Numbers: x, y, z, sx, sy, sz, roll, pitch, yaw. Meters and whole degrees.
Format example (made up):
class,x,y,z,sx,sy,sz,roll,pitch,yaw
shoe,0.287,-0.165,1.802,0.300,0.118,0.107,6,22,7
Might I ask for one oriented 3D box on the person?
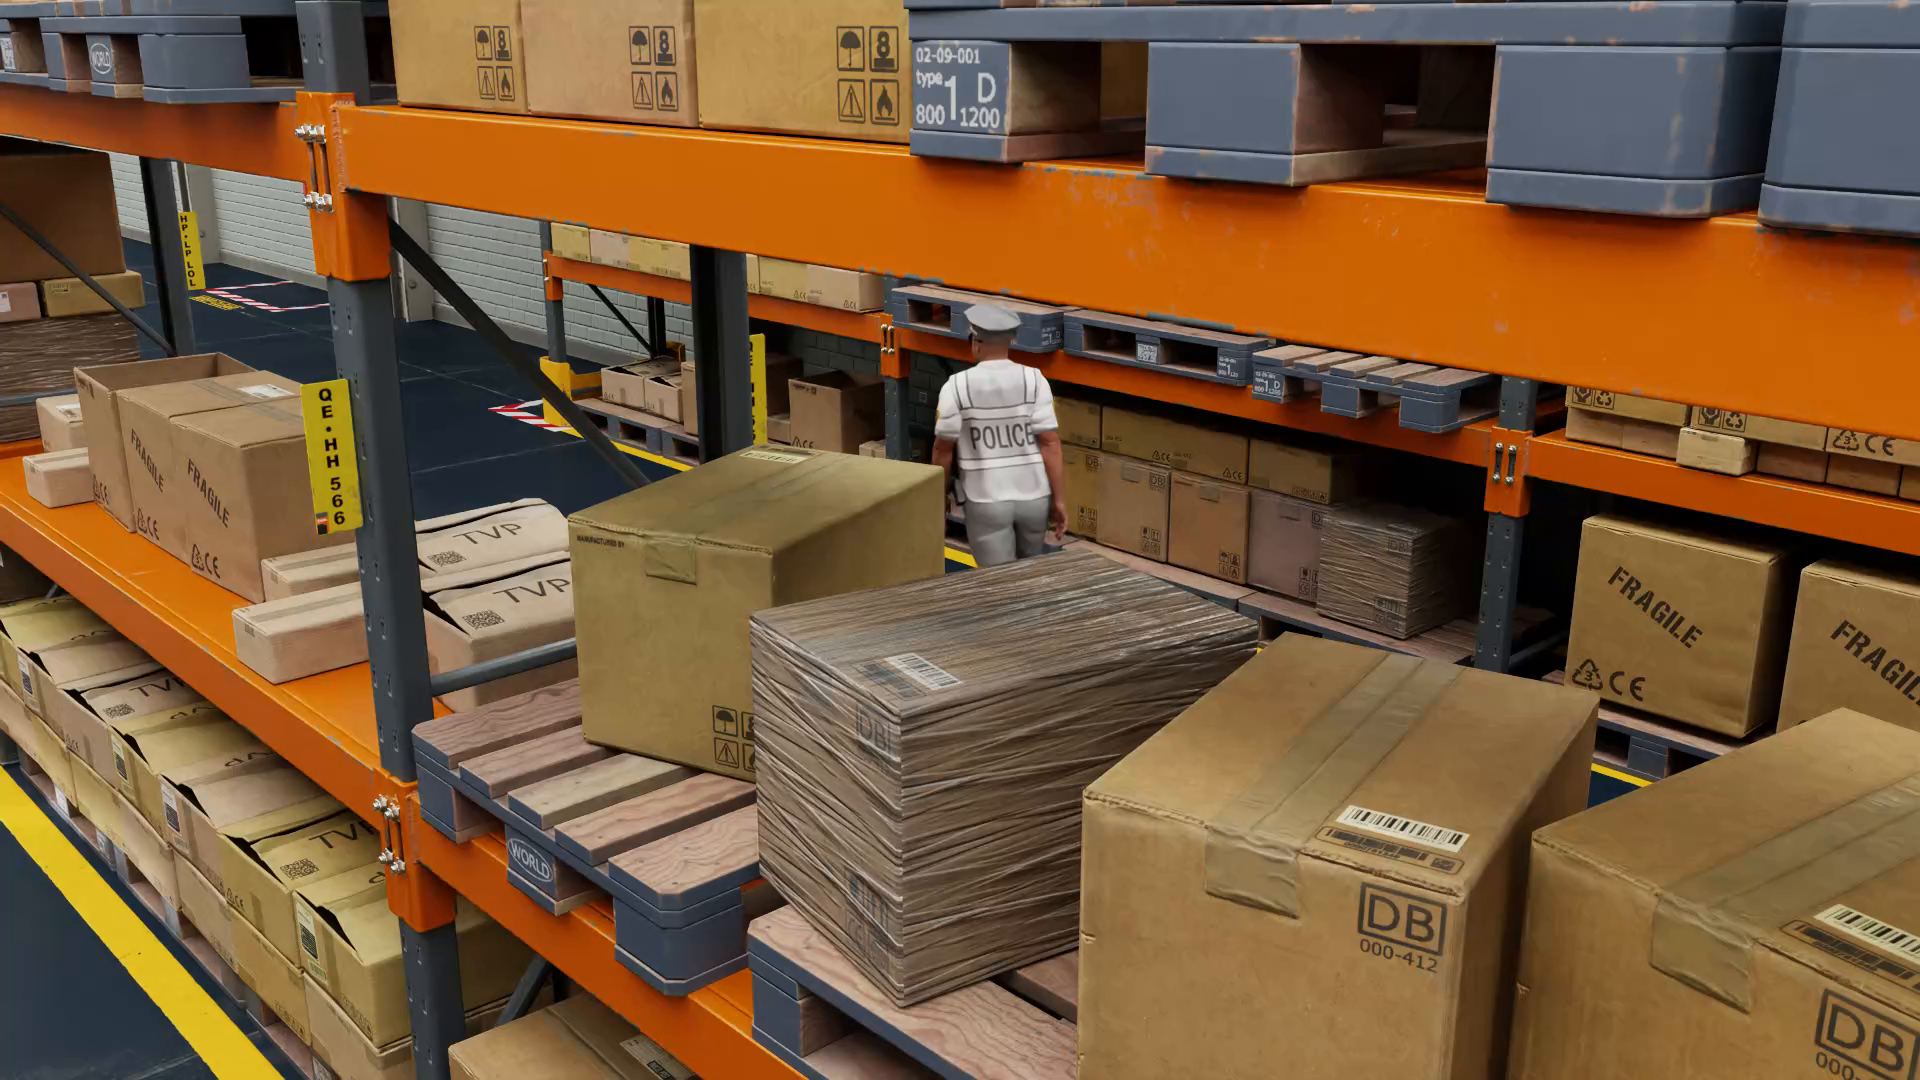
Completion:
class,x,y,z,sx,sy,sz,roll,pitch,yaw
person,0.172,-0.152,7.554,0.567,1.792,0.746,-5,18,-16
